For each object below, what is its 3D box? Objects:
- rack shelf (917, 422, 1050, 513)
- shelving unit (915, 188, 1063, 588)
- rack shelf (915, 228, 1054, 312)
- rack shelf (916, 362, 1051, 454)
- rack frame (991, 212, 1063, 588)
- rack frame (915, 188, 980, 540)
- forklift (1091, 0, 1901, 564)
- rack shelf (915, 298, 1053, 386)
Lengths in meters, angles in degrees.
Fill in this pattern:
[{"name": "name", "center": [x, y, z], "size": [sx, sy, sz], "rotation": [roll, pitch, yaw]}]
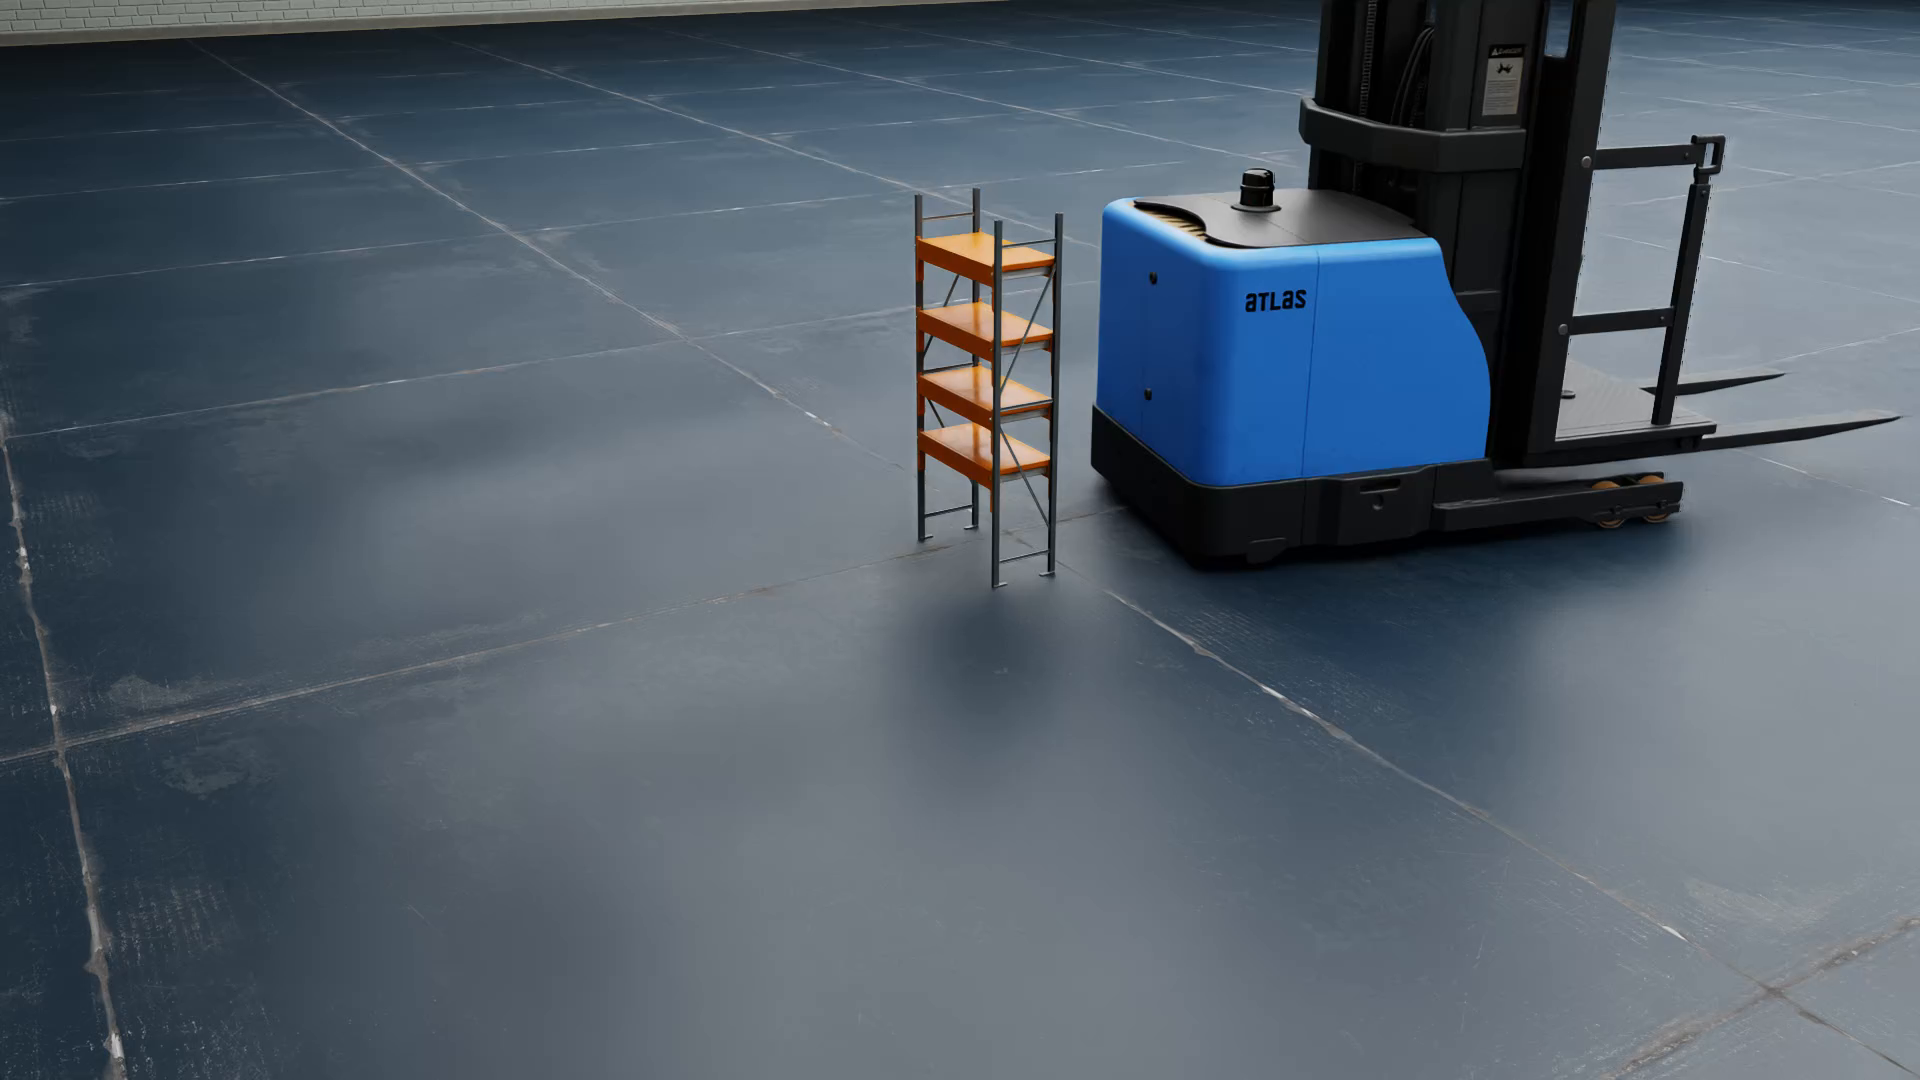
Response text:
[{"name": "rack shelf", "center": [0.085, -0.256, 5.554], "size": [0.258, 0.148, 0.480], "rotation": [-13, 25, -28]}, {"name": "shelving unit", "center": [0.085, -0.502, 5.454], "size": [0.258, 1.200, 0.503], "rotation": [-13, 25, -28]}, {"name": "rack shelf", "center": [0.085, -0.866, 5.306], "size": [0.258, 0.148, 0.480], "rotation": [-13, 25, -28]}, {"name": "rack shelf", "center": [0.085, -0.440, 5.479], "size": [0.258, 0.148, 0.480], "rotation": [-13, 25, -28]}, {"name": "rack frame", "center": [0.209, -0.423, 5.259], "size": [0.240, 1.200, 0.015], "rotation": [-13, 25, -28]}, {"name": "rack frame", "center": [-0.040, -0.581, 5.648], "size": [0.240, 1.200, 0.015], "rotation": [-13, 25, -28]}, {"name": "forklift", "center": [2.072, -1.581, 5.809], "size": [3.031, 2.935, 1.130], "rotation": [-7, 23, -16]}, {"name": "rack shelf", "center": [0.085, -0.647, 5.395], "size": [0.258, 0.148, 0.480], "rotation": [-13, 25, -28]}]
